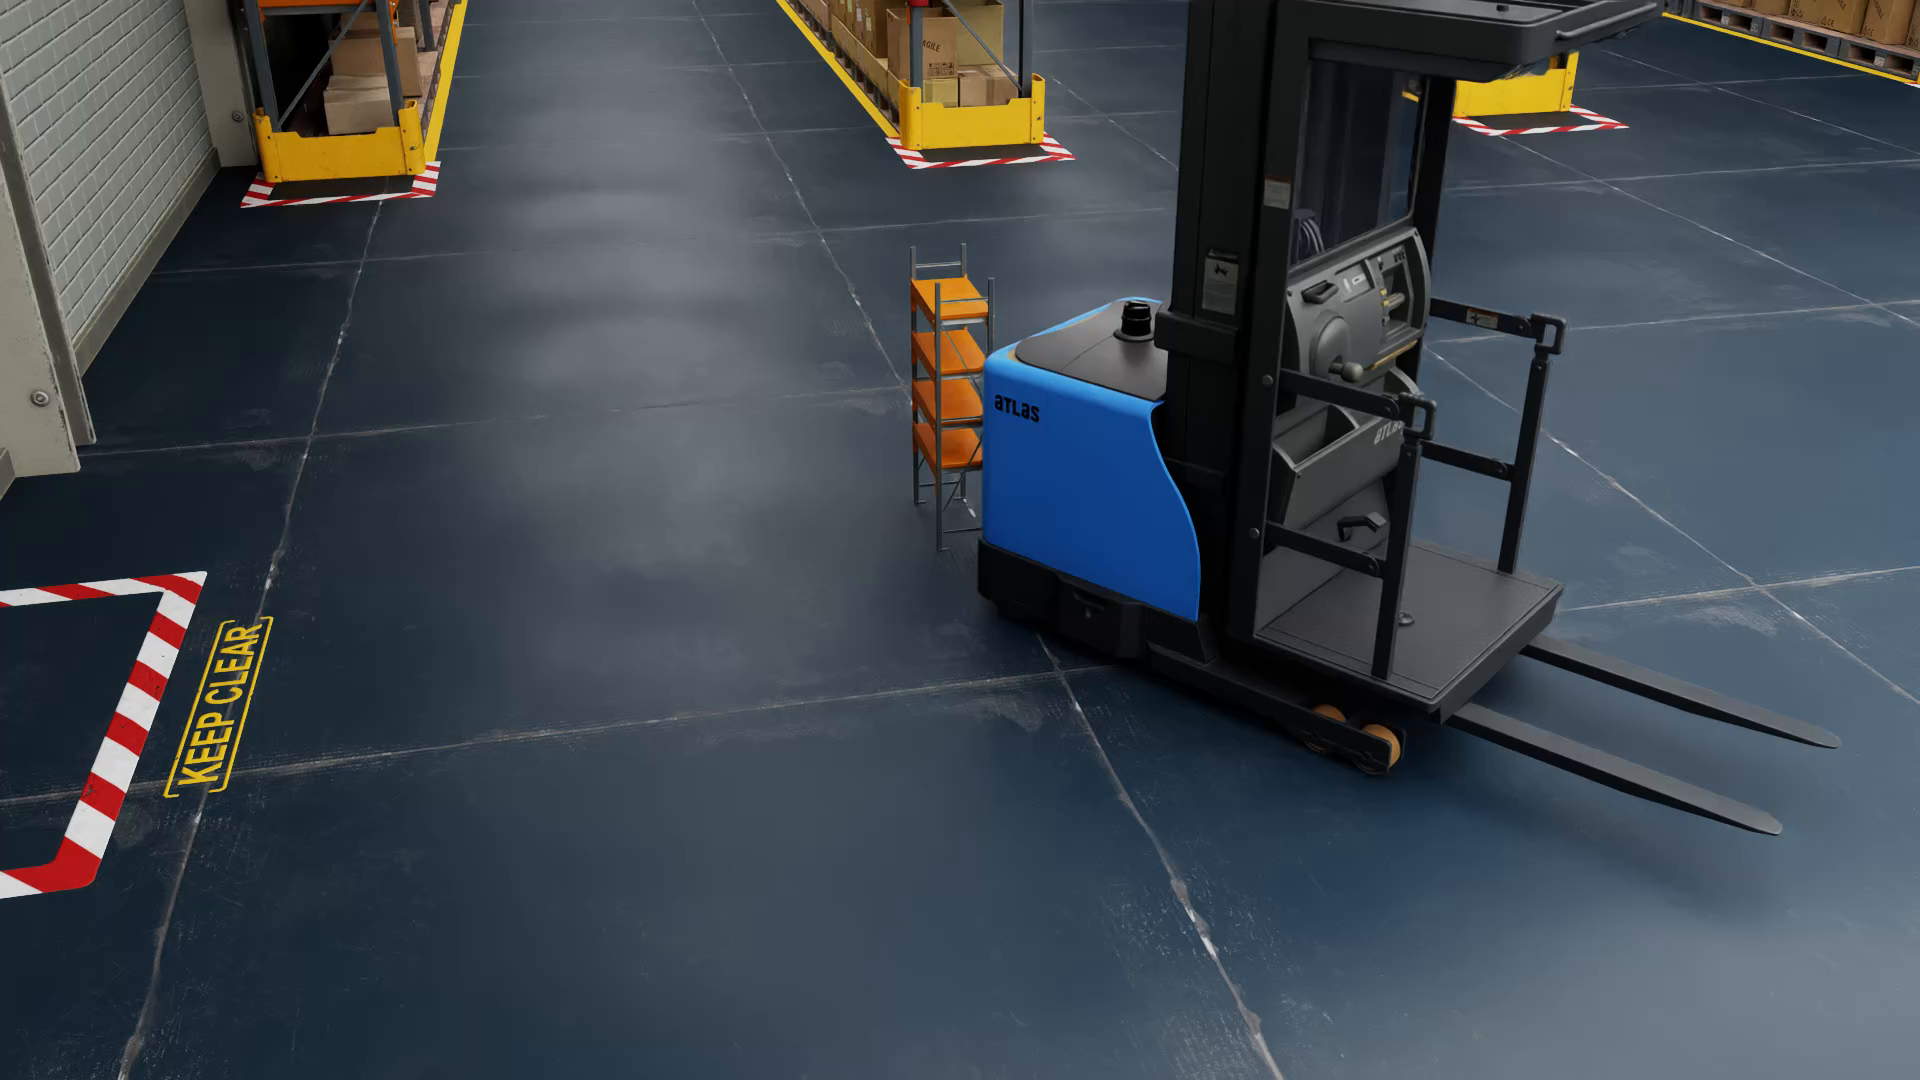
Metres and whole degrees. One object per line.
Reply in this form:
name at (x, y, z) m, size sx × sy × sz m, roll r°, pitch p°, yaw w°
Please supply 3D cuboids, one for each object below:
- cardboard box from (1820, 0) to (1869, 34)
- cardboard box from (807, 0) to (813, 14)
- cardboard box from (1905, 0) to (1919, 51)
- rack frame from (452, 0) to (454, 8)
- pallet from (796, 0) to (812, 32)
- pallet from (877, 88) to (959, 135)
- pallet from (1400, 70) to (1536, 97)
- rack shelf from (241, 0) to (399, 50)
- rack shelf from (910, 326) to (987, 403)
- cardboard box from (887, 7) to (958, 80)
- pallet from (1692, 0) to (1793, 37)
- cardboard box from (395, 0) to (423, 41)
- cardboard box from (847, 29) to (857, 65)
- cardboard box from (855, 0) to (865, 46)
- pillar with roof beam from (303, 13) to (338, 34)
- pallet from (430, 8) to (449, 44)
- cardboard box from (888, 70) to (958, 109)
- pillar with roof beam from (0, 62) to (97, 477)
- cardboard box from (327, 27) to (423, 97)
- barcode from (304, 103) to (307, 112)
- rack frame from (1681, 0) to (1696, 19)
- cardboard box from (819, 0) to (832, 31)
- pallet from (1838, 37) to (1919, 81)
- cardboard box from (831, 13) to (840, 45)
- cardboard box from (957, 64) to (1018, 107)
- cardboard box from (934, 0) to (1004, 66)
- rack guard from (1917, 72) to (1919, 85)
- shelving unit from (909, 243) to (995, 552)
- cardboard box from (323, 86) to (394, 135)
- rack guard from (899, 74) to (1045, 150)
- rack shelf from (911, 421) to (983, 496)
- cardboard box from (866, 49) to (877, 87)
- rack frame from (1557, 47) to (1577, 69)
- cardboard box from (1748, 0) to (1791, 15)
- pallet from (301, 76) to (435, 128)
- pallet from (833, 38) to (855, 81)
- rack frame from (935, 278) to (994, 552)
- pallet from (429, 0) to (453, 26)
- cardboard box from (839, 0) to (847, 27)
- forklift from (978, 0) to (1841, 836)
cardboard box at (9.330, -5.541, 17.207) m, size 0.500 × 0.500 × 0.500 m, roll -3°, pitch 27°, yaw -7°
cardboard box at (-1.413, -5.969, 18.333) m, size 0.500 × 0.250 × 0.500 m, roll -5°, pitch 27°, yaw -10°
cardboard box at (9.620, -5.005, 16.146) m, size 0.500 × 0.500 × 0.500 m, roll -1°, pitch 27°, yaw -2°
rack frame at (-6.536, -7.661, 19.100) m, size 1.000 × 3.000 × 0.127 m, roll -6°, pitch 27°, yaw -12°
pallet at (-1.292, -6.021, 18.945) m, size 1.003 × 0.211 × 1.213 m, roll -6°, pitch 27°, yaw -12°
pallet at (-0.121, -3.740, 14.426) m, size 1.003 × 0.211 × 1.213 m, roll -6°, pitch 27°, yaw -12°
pallet at (4.678, -4.296, 15.527) m, size 1.003 × 0.211 × 1.213 m, roll -6°, pitch 27°, yaw -12°
rack shelf at (-5.184, -4.706, 14.043) m, size 1.077 × 0.370 × 4.000 m, roll -6°, pitch 27°, yaw -12°
rack shelf at (-0.037, -0.748, 7.053) m, size 0.258 × 0.148 × 0.480 m, roll -6°, pitch 27°, yaw -12°
cardboard box at (-0.318, -4.154, 13.904) m, size 0.500 × 0.500 × 0.500 m, roll -6°, pitch 27°, yaw -12°
pallet at (9.029, -5.878, 18.661) m, size 1.003 × 0.211 × 1.213 m, roll -6°, pitch 27°, yaw -12°
cardboard box at (-5.817, -5.307, 16.721) m, size 0.700 × 0.500 × 0.500 m, roll -5°, pitch 27°, yaw -10°
cardboard box at (-0.785, -4.695, 15.809) m, size 0.500 × 0.250 × 0.500 m, roll -6°, pitch 27°, yaw -12°
cardboard box at (-0.669, -4.811, 15.206) m, size 0.500 × 0.500 × 0.500 m, roll -6°, pitch 27°, yaw -12°
pillar with roof beam at (-2.891, -10.118, 17.309) m, size 9.100 × 9.000 × 0.400 m, roll -6°, pitch 27°, yaw -12°
pallet at (-6.090, -5.539, 17.989) m, size 1.003 × 0.211 × 1.213 m, roll -6°, pitch 27°, yaw -12°
cardboard box at (-0.316, -3.819, 14.073) m, size 0.500 × 0.250 × 0.500 m, roll -6°, pitch 27°, yaw -12°
pillar with roof beam at (-0.187, -4.850, 6.872) m, size 9.100 × 9.000 × 0.400 m, roll -6°, pitch 27°, yaw -12°
cardboard box at (-5.046, -4.120, 14.369) m, size 0.700 × 0.500 × 0.500 m, roll -8°, pitch 28°, yaw -15°
barcode at (-5.195, -3.429, 13.201) m, size 0.001 × 0.075 × 0.075 m, roll -6°, pitch 27°, yaw -12°
rack frame at (8.843, -7.414, 18.610) m, size 1.000 × 3.000 × 0.127 m, roll -6°, pitch 27°, yaw -12°
cardboard box at (-1.185, -5.522, 17.448) m, size 0.500 × 0.250 × 0.500 m, roll -6°, pitch 27°, yaw -12°
pallet at (9.579, -4.807, 16.539) m, size 1.003 × 0.211 × 1.213 m, roll -6°, pitch 27°, yaw -12°
cardboard box at (-1.000, -5.135, 16.681) m, size 0.500 × 0.250 × 0.500 m, roll -6°, pitch 27°, yaw -12°
cardboard box at (0.188, -3.872, 14.177) m, size 0.500 × 0.250 × 0.500 m, roll -6°, pitch 27°, yaw -12°
cardboard box at (0.074, -4.426, 14.443) m, size 0.500 × 0.500 × 0.500 m, roll -6°, pitch 27°, yaw -12°
rack guard at (9.728, -4.576, 15.760) m, size 1.175 × 0.500 × 0.348 m, roll -6°, pitch 27°, yaw -12°
shelving unit at (-0.037, -0.608, 7.124) m, size 0.258 × 1.200 × 0.503 m, roll -6°, pitch 27°, yaw -12°
cardboard box at (-4.801, -3.458, 13.268) m, size 0.500 × 0.311 × 0.500 m, roll -9°, pitch 28°, yaw -17°
rack guard at (0.098, -3.527, 13.684) m, size 1.175 × 0.500 × 0.348 m, roll -6°, pitch 27°, yaw -12°
rack shelf at (-0.037, -0.371, 7.243) m, size 0.258 × 0.148 × 0.480 m, roll -6°, pitch 27°, yaw -12°
cardboard box at (-0.555, -4.257, 14.940) m, size 0.500 × 0.250 × 0.500 m, roll -6°, pitch 27°, yaw -12°
rack frame at (4.919, -5.155, 14.135) m, size 1.000 × 3.000 × 0.127 m, roll -6°, pitch 27°, yaw -12°
cardboard box at (9.031, -6.055, 18.226) m, size 0.500 × 0.500 × 0.500 m, roll 2°, pitch 27°, yaw 5°
pallet at (-5.170, -3.832, 14.609) m, size 1.003 × 0.211 × 1.213 m, roll -6°, pitch 27°, yaw -12°
pallet at (-0.671, -4.812, 16.548) m, size 1.003 × 0.211 × 1.213 m, roll -6°, pitch 27°, yaw -12°
rack frame at (0.018, -0.501, 6.911) m, size 0.240 × 1.200 × 0.015 m, roll -6°, pitch 27°, yaw -12°
pallet at (-6.361, -6.073, 19.048) m, size 1.003 × 0.211 × 1.213 m, roll -6°, pitch 27°, yaw -12°
cardboard box at (-0.889, -5.250, 16.077) m, size 0.500 × 0.500 × 0.500 m, roll -6°, pitch 27°, yaw -12°
forklift at (1.522, -0.779, 5.540) m, size 3.031 × 2.935 × 1.130 m, roll 21°, pitch 34°, yaw 35°
